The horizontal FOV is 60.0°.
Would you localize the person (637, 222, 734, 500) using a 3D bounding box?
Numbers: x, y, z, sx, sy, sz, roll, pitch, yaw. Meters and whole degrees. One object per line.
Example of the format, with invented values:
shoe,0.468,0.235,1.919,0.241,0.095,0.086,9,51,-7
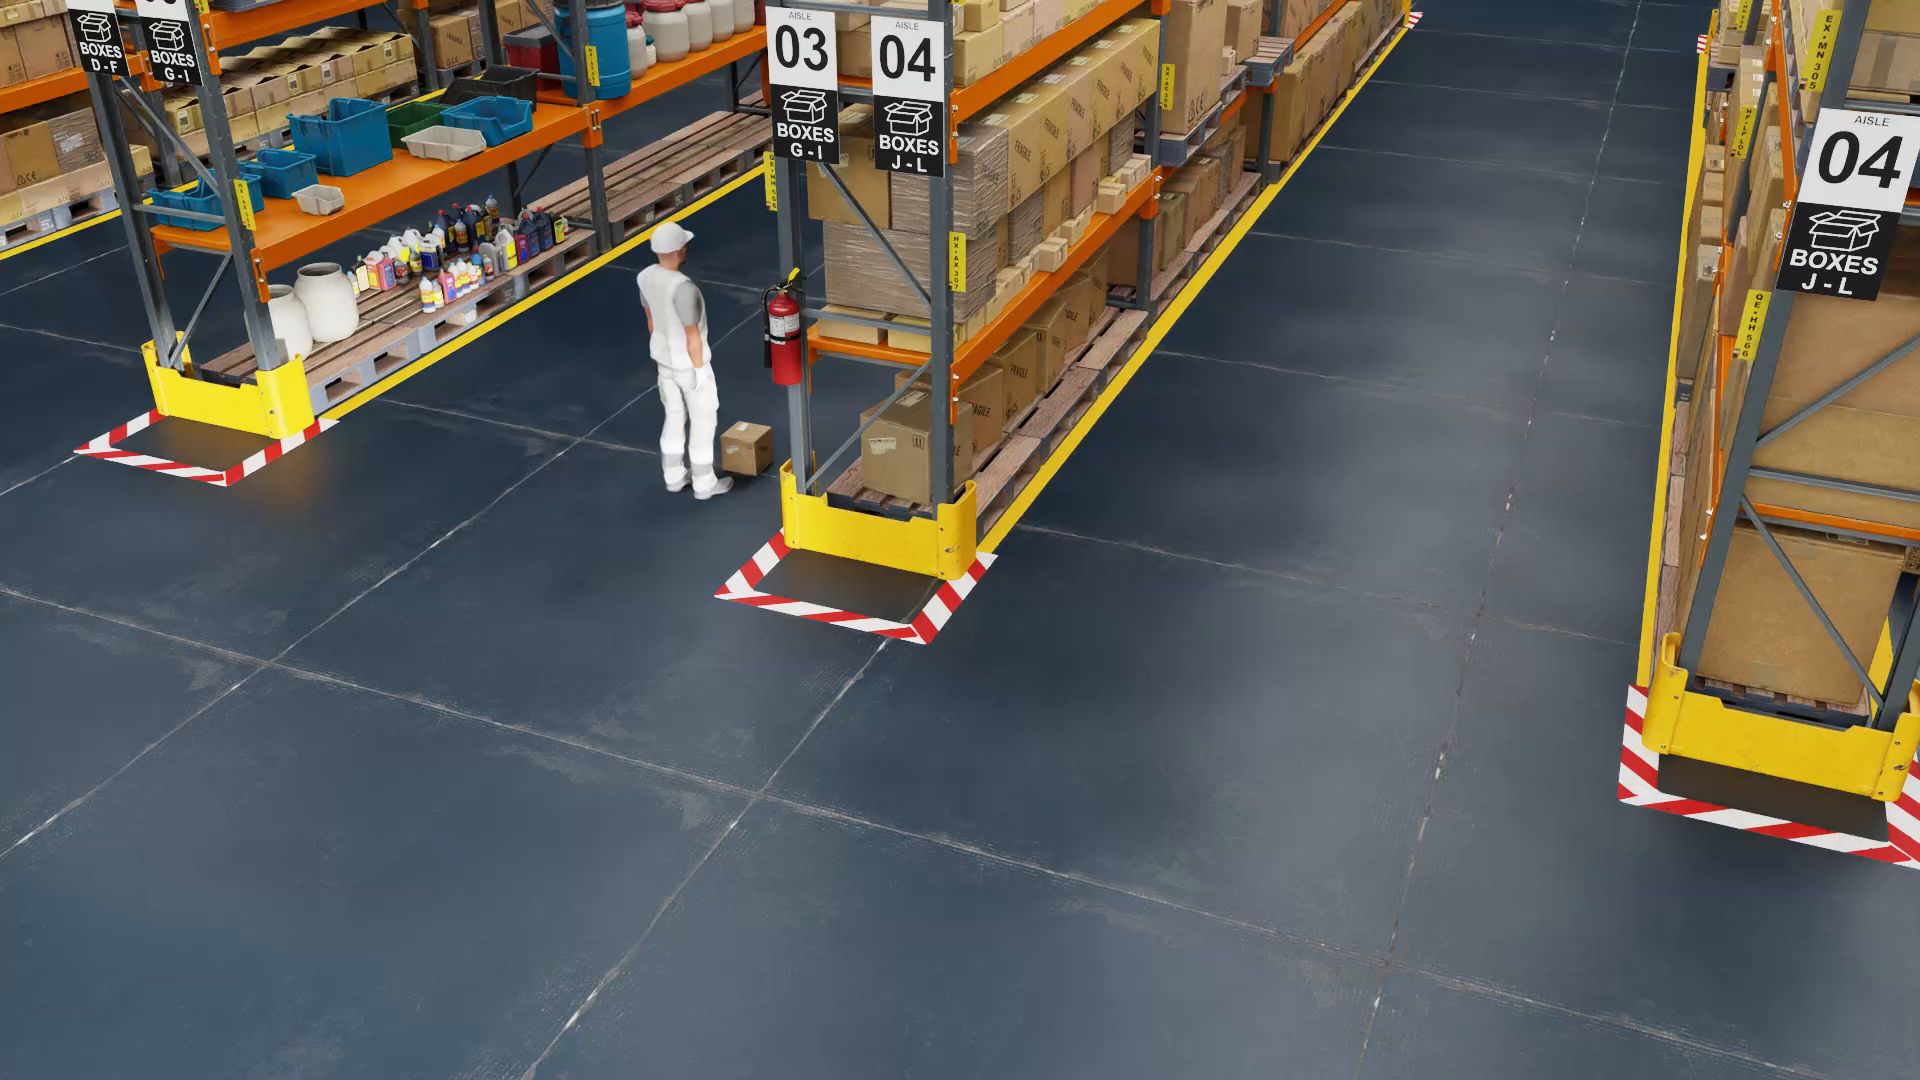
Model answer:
person,-1.718,-1.125,10.375,0.529,1.788,0.387,26,38,38
